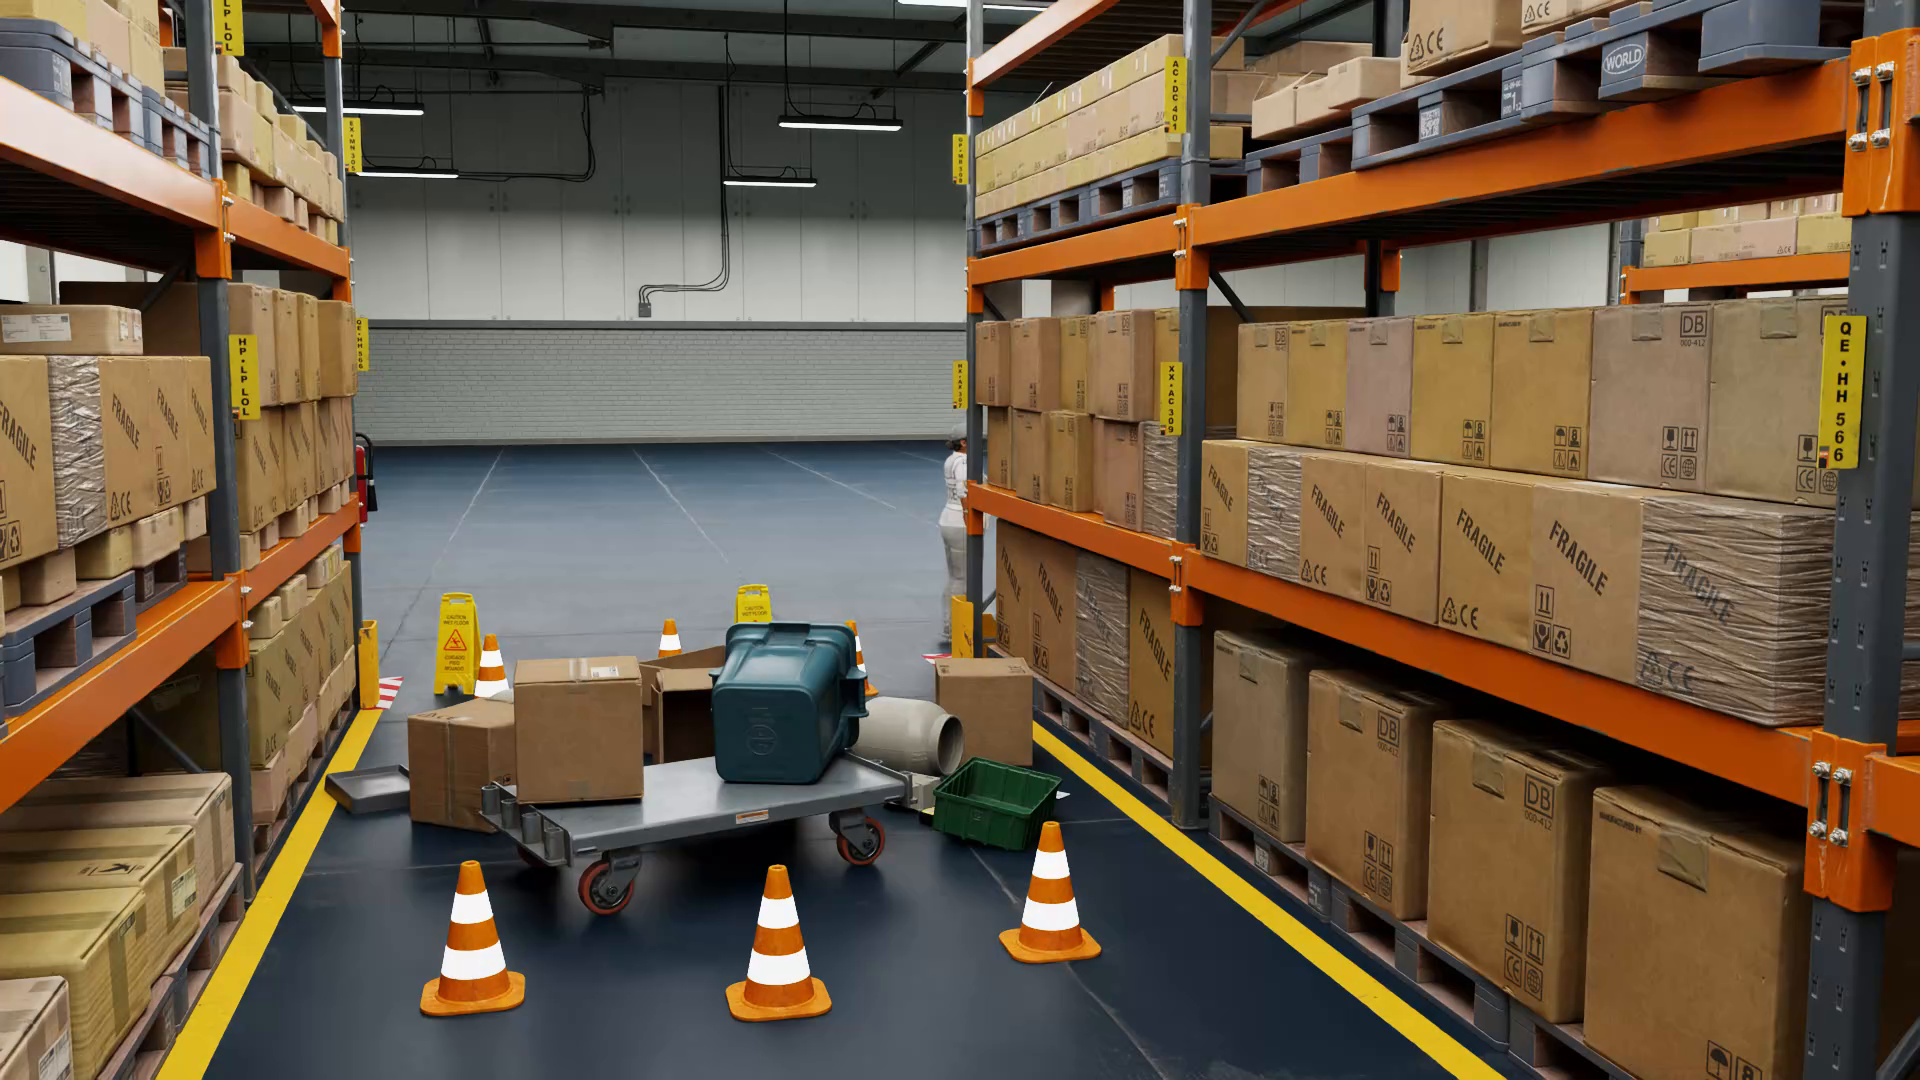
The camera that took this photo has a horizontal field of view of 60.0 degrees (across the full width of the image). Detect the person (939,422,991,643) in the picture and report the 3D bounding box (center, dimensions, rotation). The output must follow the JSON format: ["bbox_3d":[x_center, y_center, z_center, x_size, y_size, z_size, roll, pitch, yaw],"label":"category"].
[{"bbox_3d":[0.043,-0.040,12.528,0.382,1.690,0.518,-1,6,-12],"label":"person"}]
